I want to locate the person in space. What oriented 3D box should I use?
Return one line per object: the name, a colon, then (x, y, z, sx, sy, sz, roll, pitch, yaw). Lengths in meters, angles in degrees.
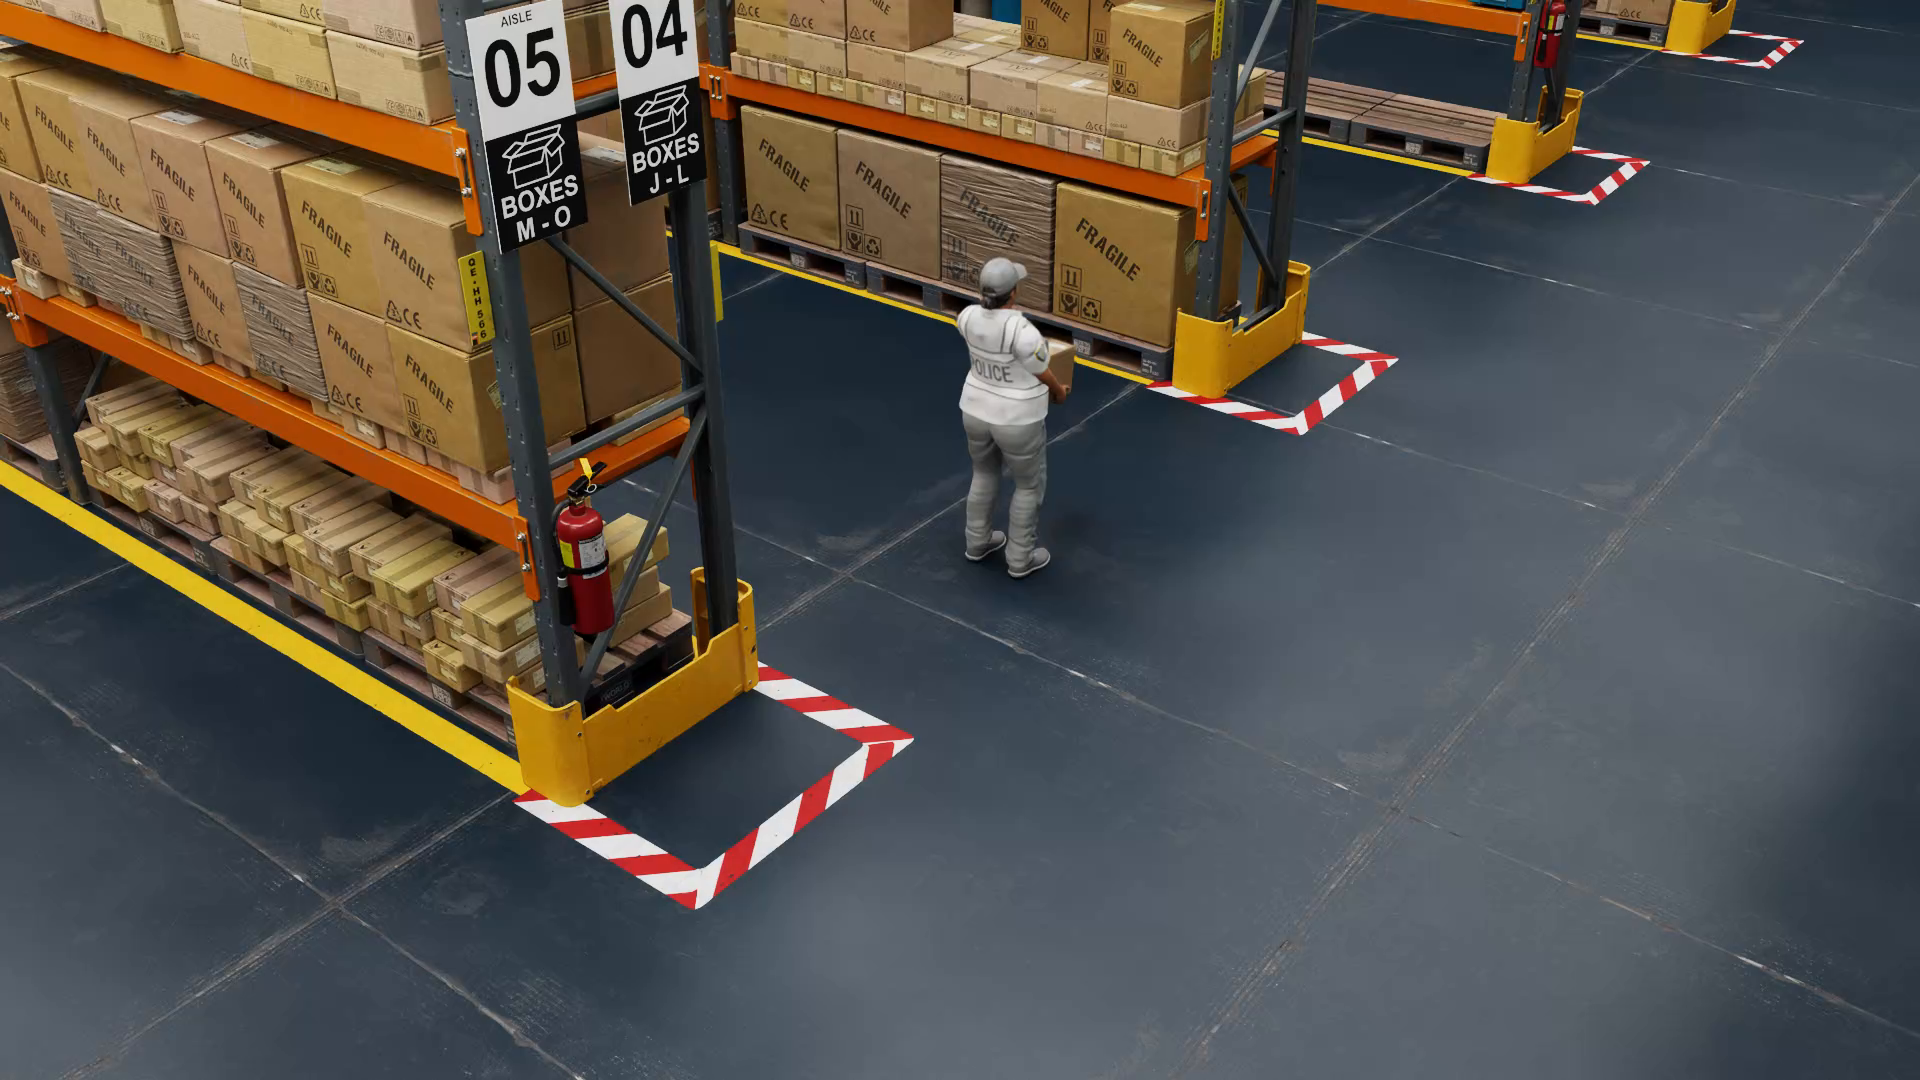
person: (0.267, -0.631, 8.188, 0.455, 1.657, 0.541, 22, 38, 32)
